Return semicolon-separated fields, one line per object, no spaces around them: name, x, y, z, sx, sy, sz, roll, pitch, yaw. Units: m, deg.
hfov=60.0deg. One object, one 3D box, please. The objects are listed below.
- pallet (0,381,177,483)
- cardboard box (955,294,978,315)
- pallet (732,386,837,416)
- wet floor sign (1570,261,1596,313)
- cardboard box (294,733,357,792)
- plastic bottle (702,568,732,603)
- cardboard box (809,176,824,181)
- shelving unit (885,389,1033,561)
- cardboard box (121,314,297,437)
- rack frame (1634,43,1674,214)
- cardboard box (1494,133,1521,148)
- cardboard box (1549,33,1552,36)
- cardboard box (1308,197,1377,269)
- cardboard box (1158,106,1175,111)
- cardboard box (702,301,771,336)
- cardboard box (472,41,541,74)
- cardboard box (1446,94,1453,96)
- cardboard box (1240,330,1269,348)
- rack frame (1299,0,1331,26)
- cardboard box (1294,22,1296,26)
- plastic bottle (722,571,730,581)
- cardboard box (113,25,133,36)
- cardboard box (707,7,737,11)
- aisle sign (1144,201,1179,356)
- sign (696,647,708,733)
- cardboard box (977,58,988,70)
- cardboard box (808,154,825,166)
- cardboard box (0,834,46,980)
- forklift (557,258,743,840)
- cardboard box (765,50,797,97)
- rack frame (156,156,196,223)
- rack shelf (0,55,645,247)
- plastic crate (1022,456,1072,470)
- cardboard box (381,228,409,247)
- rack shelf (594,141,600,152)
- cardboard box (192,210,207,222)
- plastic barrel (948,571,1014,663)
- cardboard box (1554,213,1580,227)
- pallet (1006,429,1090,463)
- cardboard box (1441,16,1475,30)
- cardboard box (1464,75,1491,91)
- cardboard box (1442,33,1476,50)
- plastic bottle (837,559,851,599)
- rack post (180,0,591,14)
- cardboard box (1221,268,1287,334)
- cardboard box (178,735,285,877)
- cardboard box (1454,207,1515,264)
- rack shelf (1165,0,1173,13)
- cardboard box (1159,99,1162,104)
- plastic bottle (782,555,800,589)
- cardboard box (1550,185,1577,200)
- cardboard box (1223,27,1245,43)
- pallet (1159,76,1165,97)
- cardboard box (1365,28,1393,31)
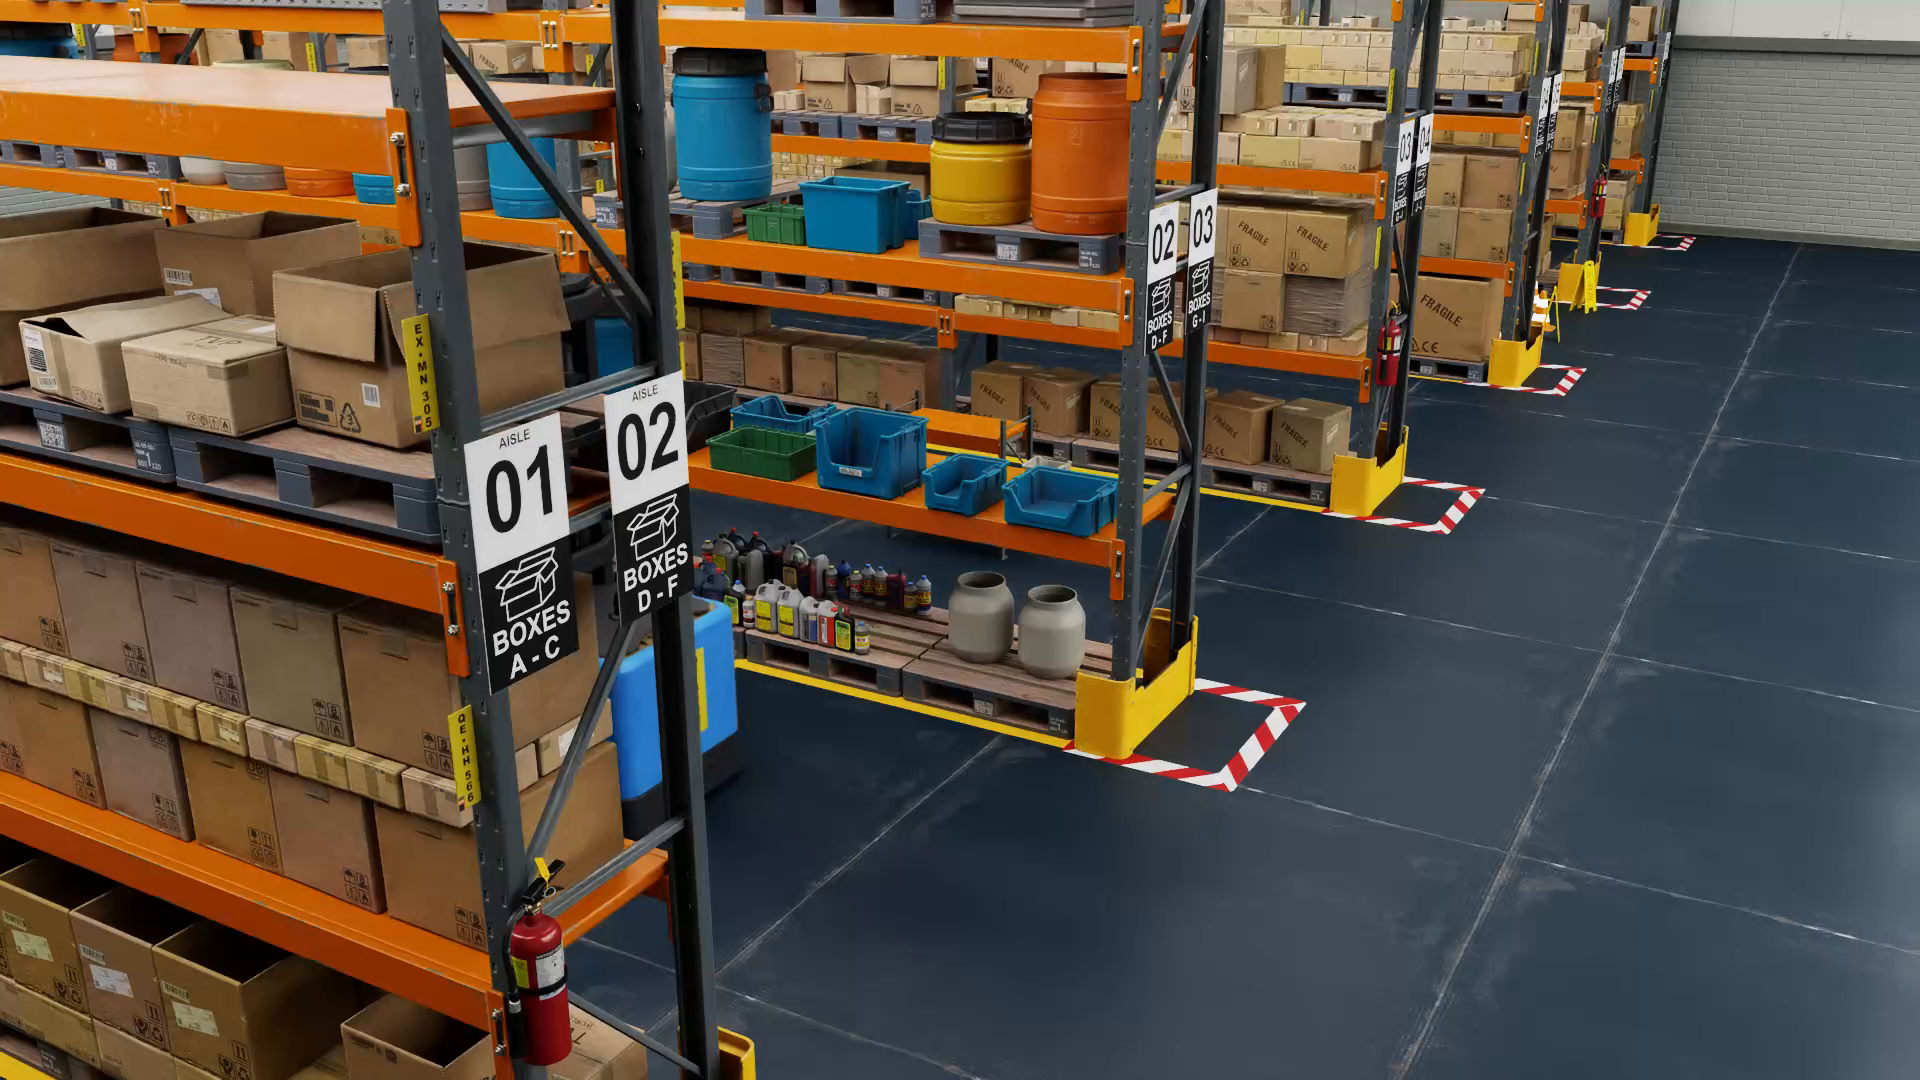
pallet;-2.907;-0.533;6.165;1.213;0.211;1.003;11;23;27
cardboard box;0.150;-2.207;15.418;0.250;0.149;0.380;11;23;27
pallet;-1.641;-1.471;17.110;1.213;0.211;1.003;11;23;27
wet floor sign;8.078;-3.278;21.456;0.267;0.644;0.232;-16;26;-38
cardboard box;-2.113;0.719;5.885;0.250;0.149;0.380;10;22;27
plastic bottle;-1.640;0.352;11.235;0.185;0.351;0.144;10;22;25
cardboard box;-1.747;-4.641;21.514;0.250;0.149;0.380;11;23;27
shelving unit;-0.006;-0.530;13.176;1.048;1.125;0.538;11;23;27
cardboard box;-2.367;-0.552;5.488;0.500;0.250;0.500;11;23;27
rack frame;10.851;-6.213;26.095;0.127;3.000;1.000;11;23;27
cardboard box;7.443;-5.498;22.074;0.500;0.500;0.700;11;23;28
cardboard box;7.807;-6.619;22.013;0.250;0.149;0.380;11;23;27
cardboard box;3.254;-2.614;14.124;0.500;0.500;0.500;11;23;27
cardboard box;1.641;-3.593;14.107;0.250;0.149;0.380;11;23;29
cardboard box;-2.316;-2.312;17.260;0.500;0.250;0.500;14;24;33
cardboard box;-4.747;-4.967;17.498;0.500;0.500;0.500;12;23;30
cardboard box;8.222;-7.313;27.592;0.250;0.149;0.380;11;22;27
cardboard box;2.579;-1.767;14.205;0.250;0.149;0.380;11;23;27
rack frame;4.942;-8.220;22.830;0.127;3.000;1.000;11;23;27
cardboard box;5.578;-8.636;27.980;0.250;0.149;0.380;10;22;27
plastic bottle;-1.619;0.346;11.367;0.097;0.271;0.097;0;20;0
cardboard box;-9.887;-6.077;20.410;0.500;0.500;0.700;9;22;24
cardboard box;-3.848;-8.717;27.690;0.500;0.500;0.500;11;23;28
aisle sign;1.103;-1.432;9.101;0.004;0.787;0.394;11;23;27
sign;-0.958;0.555;6.050;0.005;0.325;0.100;11;23;27
cardboard box;0.534;-5.833;20.016;0.500;0.311;0.500;10;22;26
cardboard box;-1.746;-4.921;21.413;0.250;0.149;0.380;10;22;27
cardboard box;-4.033;1.492;7.169;0.500;0.500;0.500;11;23;27
forklift;-2.793;-0.114;9.380;3.031;2.935;1.130;11;22;27
cardboard box;-1.967;-4.633;16.461;0.500;0.500;0.500;11;23;28
rack frame;-5.799;-1.641;13.489;0.127;3.000;1.000;11;23;27
rack shelf;-2.980;-1.463;5.843;4.000;0.370;1.077;11;23;27
plastic crate;0.561;-0.431;10.541;0.250;0.136;0.298;11;23;27
cardboard box;-6.156;-3.593;18.725;0.500;0.500;0.500;11;23;27
rack shelf;-5.129;-4.520;18.082;4.000;0.370;1.077;11;23;27
cardboard box;-9.095;-3.957;20.243;0.250;0.149;0.380;11;22;27
plastic barrel;0.136;0.492;10.643;0.421;0.512;0.421;0;20;0
cardboard box;9.858;-5.188;26.684;0.500;0.250;0.500;11;23;27
pallet;0.712;-1.038;15.917;1.213;0.211;1.003;11;23;27
cardboard box;7.967;-8.280;26.762;0.500;0.311;0.500;11;23;28
cardboard box;5.433;-4.777;17.344;0.250;0.149;0.380;11;23;28
cardboard box;5.207;-5.195;17.326;0.250;0.149;0.380;11;23;28
plastic bottle;-0.809;0.264;11.594;0.097;0.271;0.097;0;20;0
rack post;-4.068;-4.191;11.430;3.121;1.000;1.013;11;23;27
cardboard box;2.639;-2.119;14.224;0.500;0.500;0.875;11;23;27
cardboard box;-2.526;0.865;6.435;0.500;0.500;0.700;11;23;28
cardboard box;5.762;-3.363;18.018;0.550;0.550;0.875;11;23;27
rack shelf;0.870;-6.536;19.829;4.000;0.370;1.077;11;23;27
cardboard box;1.687;-3.791;14.654;0.250;0.149;0.380;12;23;30
plastic bottle;-1.182;0.236;11.653;0.133;0.283;0.061;11;23;27
cardboard box;8.003;-4.615;22.058;0.250;0.149;0.380;12;23;29
cardboard box;2.992;-5.617;18.489;0.250;0.149;0.380;11;22;27
pallet;1.792;-5.368;19.645;1.217;0.209;0.805;10;22;25
cardboard box;4.639;-5.560;18.332;0.250;0.149;0.380;11;23;28
